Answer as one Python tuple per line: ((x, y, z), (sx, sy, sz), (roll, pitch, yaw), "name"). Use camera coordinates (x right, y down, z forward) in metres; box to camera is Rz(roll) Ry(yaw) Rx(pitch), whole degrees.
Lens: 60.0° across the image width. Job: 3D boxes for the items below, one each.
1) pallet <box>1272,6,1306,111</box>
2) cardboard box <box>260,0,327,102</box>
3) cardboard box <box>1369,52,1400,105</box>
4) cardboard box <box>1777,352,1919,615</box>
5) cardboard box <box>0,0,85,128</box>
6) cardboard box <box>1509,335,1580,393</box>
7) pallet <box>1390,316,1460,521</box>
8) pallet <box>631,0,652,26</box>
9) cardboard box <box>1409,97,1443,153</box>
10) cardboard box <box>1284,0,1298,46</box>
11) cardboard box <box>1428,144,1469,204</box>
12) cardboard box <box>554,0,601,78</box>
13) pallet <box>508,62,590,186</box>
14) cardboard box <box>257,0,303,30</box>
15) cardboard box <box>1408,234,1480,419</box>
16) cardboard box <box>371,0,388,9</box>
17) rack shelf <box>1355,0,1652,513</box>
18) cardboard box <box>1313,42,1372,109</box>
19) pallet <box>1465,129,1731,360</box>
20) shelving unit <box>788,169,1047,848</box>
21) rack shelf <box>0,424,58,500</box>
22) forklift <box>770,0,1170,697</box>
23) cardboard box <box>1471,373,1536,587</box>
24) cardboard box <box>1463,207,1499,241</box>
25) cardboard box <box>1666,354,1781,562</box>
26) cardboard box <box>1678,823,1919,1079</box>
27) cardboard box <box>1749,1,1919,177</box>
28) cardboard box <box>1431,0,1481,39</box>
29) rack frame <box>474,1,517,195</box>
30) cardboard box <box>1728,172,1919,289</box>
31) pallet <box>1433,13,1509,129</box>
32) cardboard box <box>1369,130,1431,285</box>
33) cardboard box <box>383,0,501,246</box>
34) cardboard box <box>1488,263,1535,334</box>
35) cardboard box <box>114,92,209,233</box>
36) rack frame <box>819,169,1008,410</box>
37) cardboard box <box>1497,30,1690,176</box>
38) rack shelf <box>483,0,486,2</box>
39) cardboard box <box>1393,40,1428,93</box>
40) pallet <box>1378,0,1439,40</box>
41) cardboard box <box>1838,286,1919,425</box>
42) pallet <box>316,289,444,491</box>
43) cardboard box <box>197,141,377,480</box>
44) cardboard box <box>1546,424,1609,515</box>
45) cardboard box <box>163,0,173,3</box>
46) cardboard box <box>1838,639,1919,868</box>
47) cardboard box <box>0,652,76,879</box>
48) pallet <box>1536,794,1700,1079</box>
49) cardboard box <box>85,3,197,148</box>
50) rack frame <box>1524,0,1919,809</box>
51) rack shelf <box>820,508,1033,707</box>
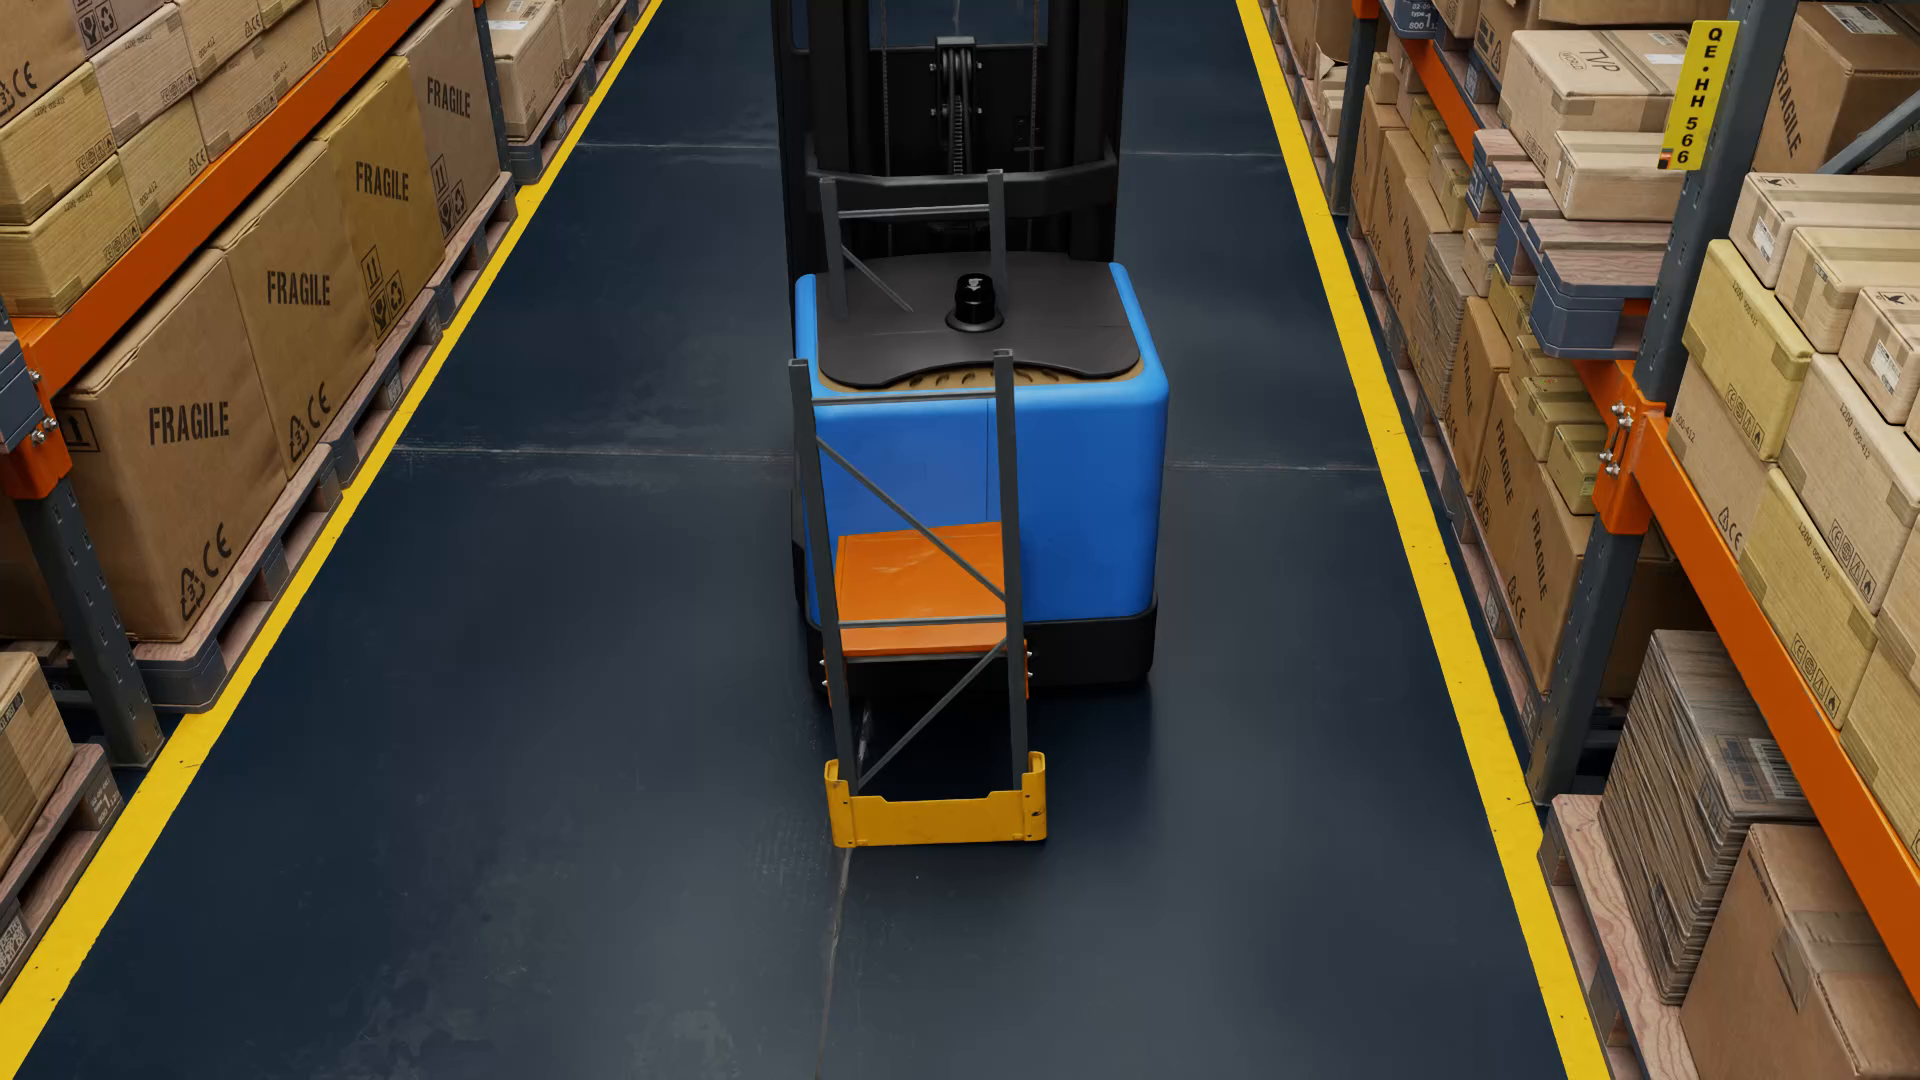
((2.353, -2.750, 9.480), (1.003, 0.211, 1.213), (1, 35, 2), "pallet")
((-2.525, -1.703, 5.694), (0.500, 0.250, 0.500), (1, 35, 2), "cardboard box")
((1.998, -2.008, 7.244), (0.380, 0.149, 0.250), (3, 35, 4), "cardboard box")
((1.835, -0.102, 2.982), (0.500, 0.250, 0.500), (2, 35, 3), "cardboard box")
((-2.578, -1.336, 4.086), (0.500, 0.500, 0.500), (0, 35, 0), "cardboard box")
((1.919, -0.508, 5.108), (0.380, 0.149, 0.250), (0, 35, 0), "cardboard box")
((2.237, -0.482, 6.252), (1.003, 0.211, 1.213), (1, 35, 2), "pallet")
((-2.474, -3.602, 10.692), (1.003, 0.211, 1.213), (1, 35, 2), "pallet")
((2.066, -1.700, 6.805), (0.380, 0.149, 0.250), (0, 35, -1), "cardboard box")
((2.126, -3.100, 9.361), (0.500, 0.500, 0.500), (2, 35, 3), "cardboard box")
((2.021, -1.399, 6.377), (0.380, 0.149, 0.250), (1, 35, 2), "cardboard box")
((-2.513, -2.903, 9.134), (0.875, 0.438, 0.875), (0, 35, 0), "cardboard box")
((-2.573, -2.201, 8.698), (1.003, 0.211, 1.213), (1, 35, 2), "pallet")
((-2.487, -1.911, 5.556), (0.500, 0.250, 0.500), (2, 35, 3), "cardboard box")
((1.971, -0.780, 6.059), (0.500, 0.500, 0.500), (0, 35, 0), "cardboard box")
((-2.469, -2.289, 6.529), (0.500, 0.250, 0.500), (1, 35, 1), "cardboard box")
((2.198, -1.351, 5.689), (1.077, 0.370, 4.000), (1, 35, 2), "rack shelf")
((2.022, -2.379, 8.539), (0.396, 0.266, 0.258), (3, 35, 4), "cardboard box")
((2.075, -0.808, 4.458), (1.213, 0.211, 1.003), (1, 35, 2), "pallet")
((-0.094, -0.092, 4.553), (0.587, 1.500, 1.083), (-2, 35, 2), "shelving unit")
((-2.922, 0.835, 2.579), (1.077, 0.370, 4.000), (1, 35, 2), "rack shelf")
((-0.054, -1.559, 5.420), (1.130, 2.935, 3.031), (-3, 35, -4), "forklift")
((1.951, -0.180, 5.206), (0.500, 0.500, 0.500), (1, 35, 1), "cardboard box")
((2.027, -1.101, 5.953), (0.380, 0.149, 0.250), (1, 35, 2), "cardboard box")
((1.856, -0.185, 3.535), (0.500, 0.250, 0.500), (1, 35, 2), "cardboard box")
((2.061, 1.038, 3.365), (0.875, 0.625, 0.625), (2, 35, 3), "cardboard box")
((2.295, -1.001, 4.113), (0.500, 0.500, 0.500), (3, 35, 4), "cardboard box")
((1.983, -1.985, 5.514), (0.700, 0.500, 0.500), (1, 35, 2), "cardboard box")
((-2.681, -2.906, 7.277), (1.000, 3.000, 0.127), (1, 35, 2), "rack frame")
((1.811, -0.626, 3.381), (0.380, 0.149, 0.250), (2, 35, 3), "cardboard box")
((2.191, -1.535, 5.492), (1.003, 0.211, 1.213), (1, 35, 2), "pallet")
((2.023, -1.364, 6.891), (0.500, 0.500, 0.500), (1, 35, 1), "cardboard box")
((-2.626, -1.851, 7.257), (0.875, 0.875, 0.875), (2, 35, 3), "cardboard box")
((1.985, -0.802, 5.526), (0.380, 0.149, 0.250), (1, 35, 1), "cardboard box")
((-2.568, -1.118, 4.862), (0.500, 0.250, 0.500), (0, 35, 1), "cardboard box")
((-0.094, -0.380, 4.961), (0.500, 1.500, 0.032), (-2, 35, 2), "rack frame")
((1.837, -1.220, 4.642), (0.500, 0.250, 0.500), (0, 35, 0), "cardboard box")
((-2.601, -3.761, 9.119), (1.077, 0.370, 4.000), (1, 35, 2), "rack shelf")
((2.036, -1.980, 6.944), (0.380, 0.149, 0.250), (0, 35, 0), "cardboard box")
((2.137, -2.259, 6.522), (1.003, 0.211, 1.213), (1, 35, 2), "pallet")
((1.817, -0.324, 2.951), (0.380, 0.149, 0.250), (2, 35, 3), "cardboard box")
((-2.683, -0.618, 6.445), (1.003, 0.211, 1.213), (1, 35, 2), "pallet")
((-2.691, -0.818, 5.788), (0.875, 0.875, 0.875), (2, 35, 2), "cardboard box")
((1.885, -0.200, 4.670), (0.380, 0.149, 0.250), (0, 35, 0), "cardboard box")
((-2.531, -1.918, 4.914), (0.500, 0.500, 0.500), (2, 35, 3), "cardboard box")
((1.817, 0.400, 2.703), (0.500, 0.250, 0.500), (0, 35, 0), "cardboard box")
((-2.875, 0.619, 4.180), (0.950, 0.372, 0.625), (-1, 35, -1), "cardboard box")
((2.046, 1.117, 3.977), (1.003, 0.211, 1.213), (1, 35, 2), "pallet")
((-2.553, -1.334, 4.735), (0.500, 0.250, 0.500), (2, 35, 3), "cardboard box")
((2.118, -0.496, 3.847), (1.000, 3.000, 0.127), (1, 35, 2), "rack frame")
((-0.084, 0.060, 4.649), (0.538, 0.185, 1.000), (-2, 35, 2), "rack shelf")
